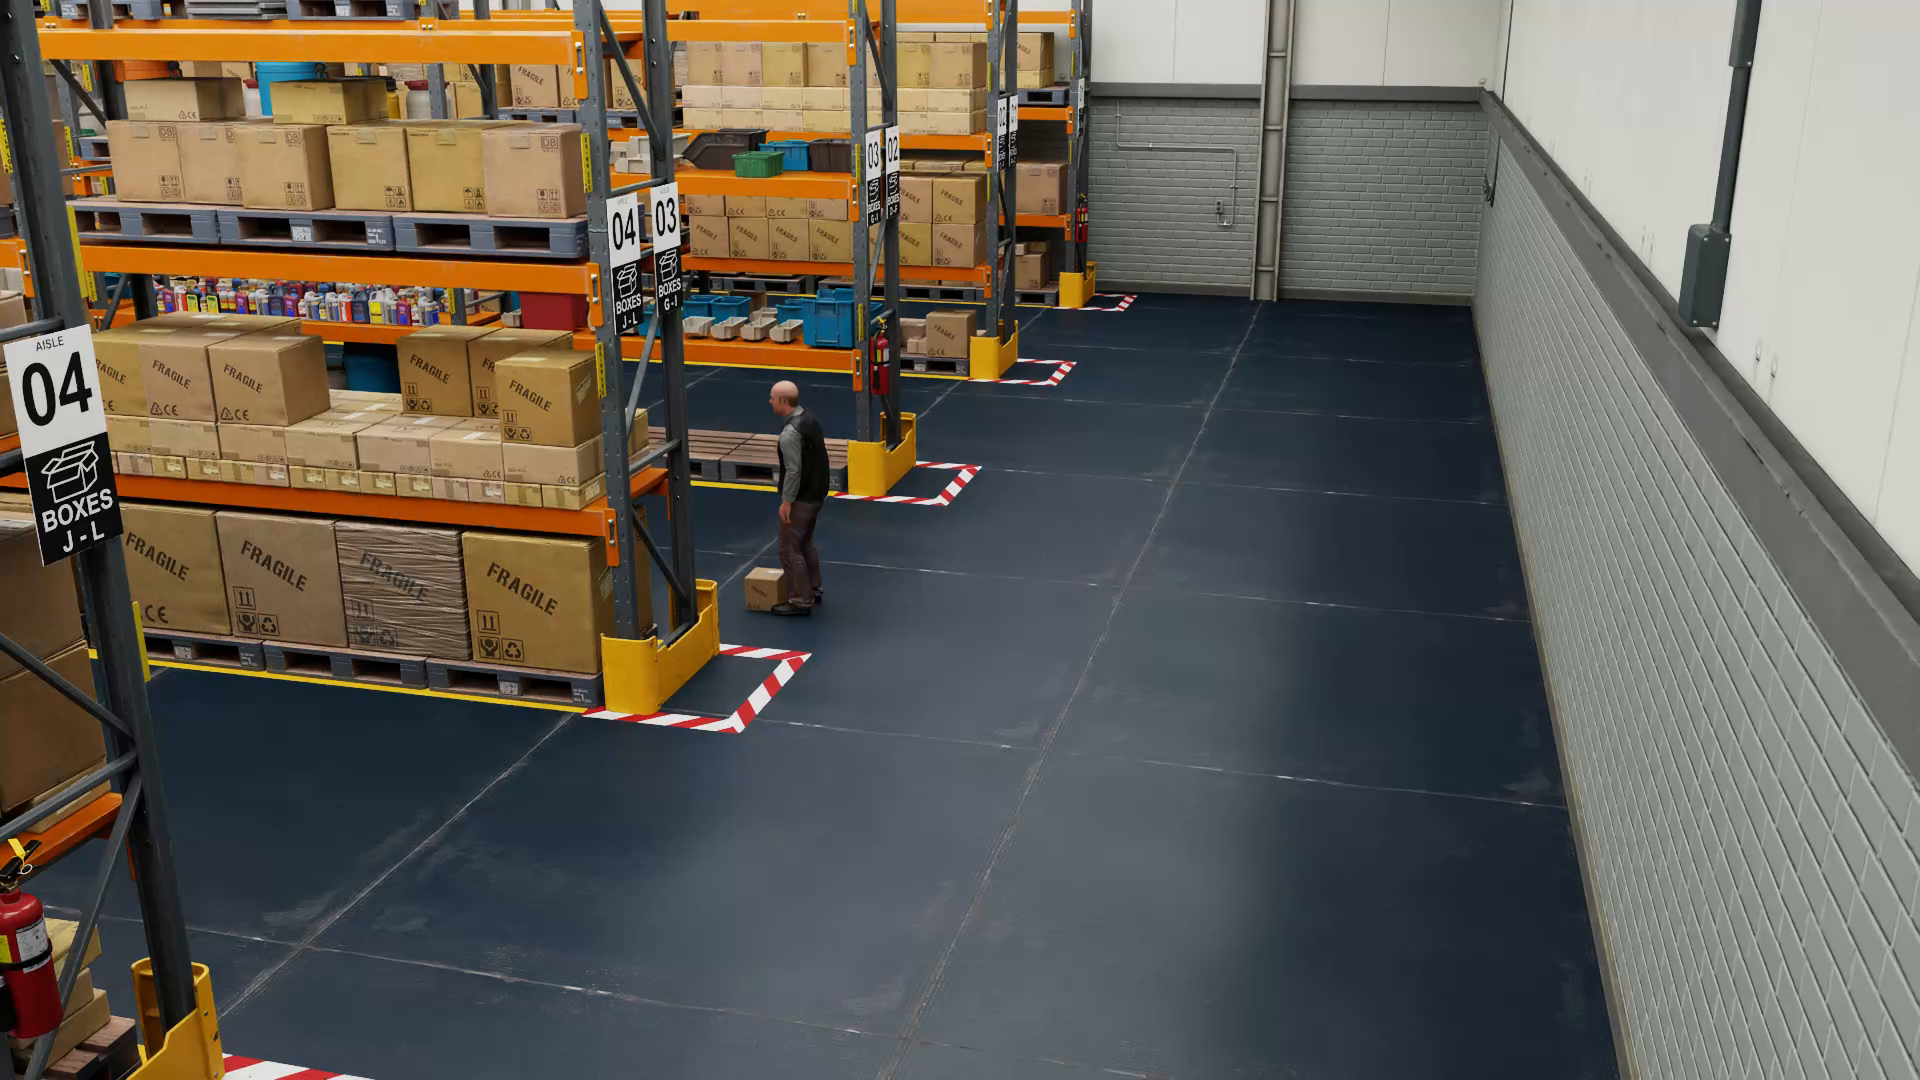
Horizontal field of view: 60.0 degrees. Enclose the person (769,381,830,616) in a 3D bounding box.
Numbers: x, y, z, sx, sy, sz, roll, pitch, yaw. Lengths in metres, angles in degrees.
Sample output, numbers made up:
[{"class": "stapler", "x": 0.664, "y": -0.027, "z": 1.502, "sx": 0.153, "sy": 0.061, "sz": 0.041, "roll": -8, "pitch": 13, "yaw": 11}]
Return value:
[{"class": "person", "x": -1.180, "y": -0.311, "z": 12.048, "sx": 0.374, "sy": 1.719, "sz": 0.580, "roll": 4, "pitch": 18, "yaw": 11}]
